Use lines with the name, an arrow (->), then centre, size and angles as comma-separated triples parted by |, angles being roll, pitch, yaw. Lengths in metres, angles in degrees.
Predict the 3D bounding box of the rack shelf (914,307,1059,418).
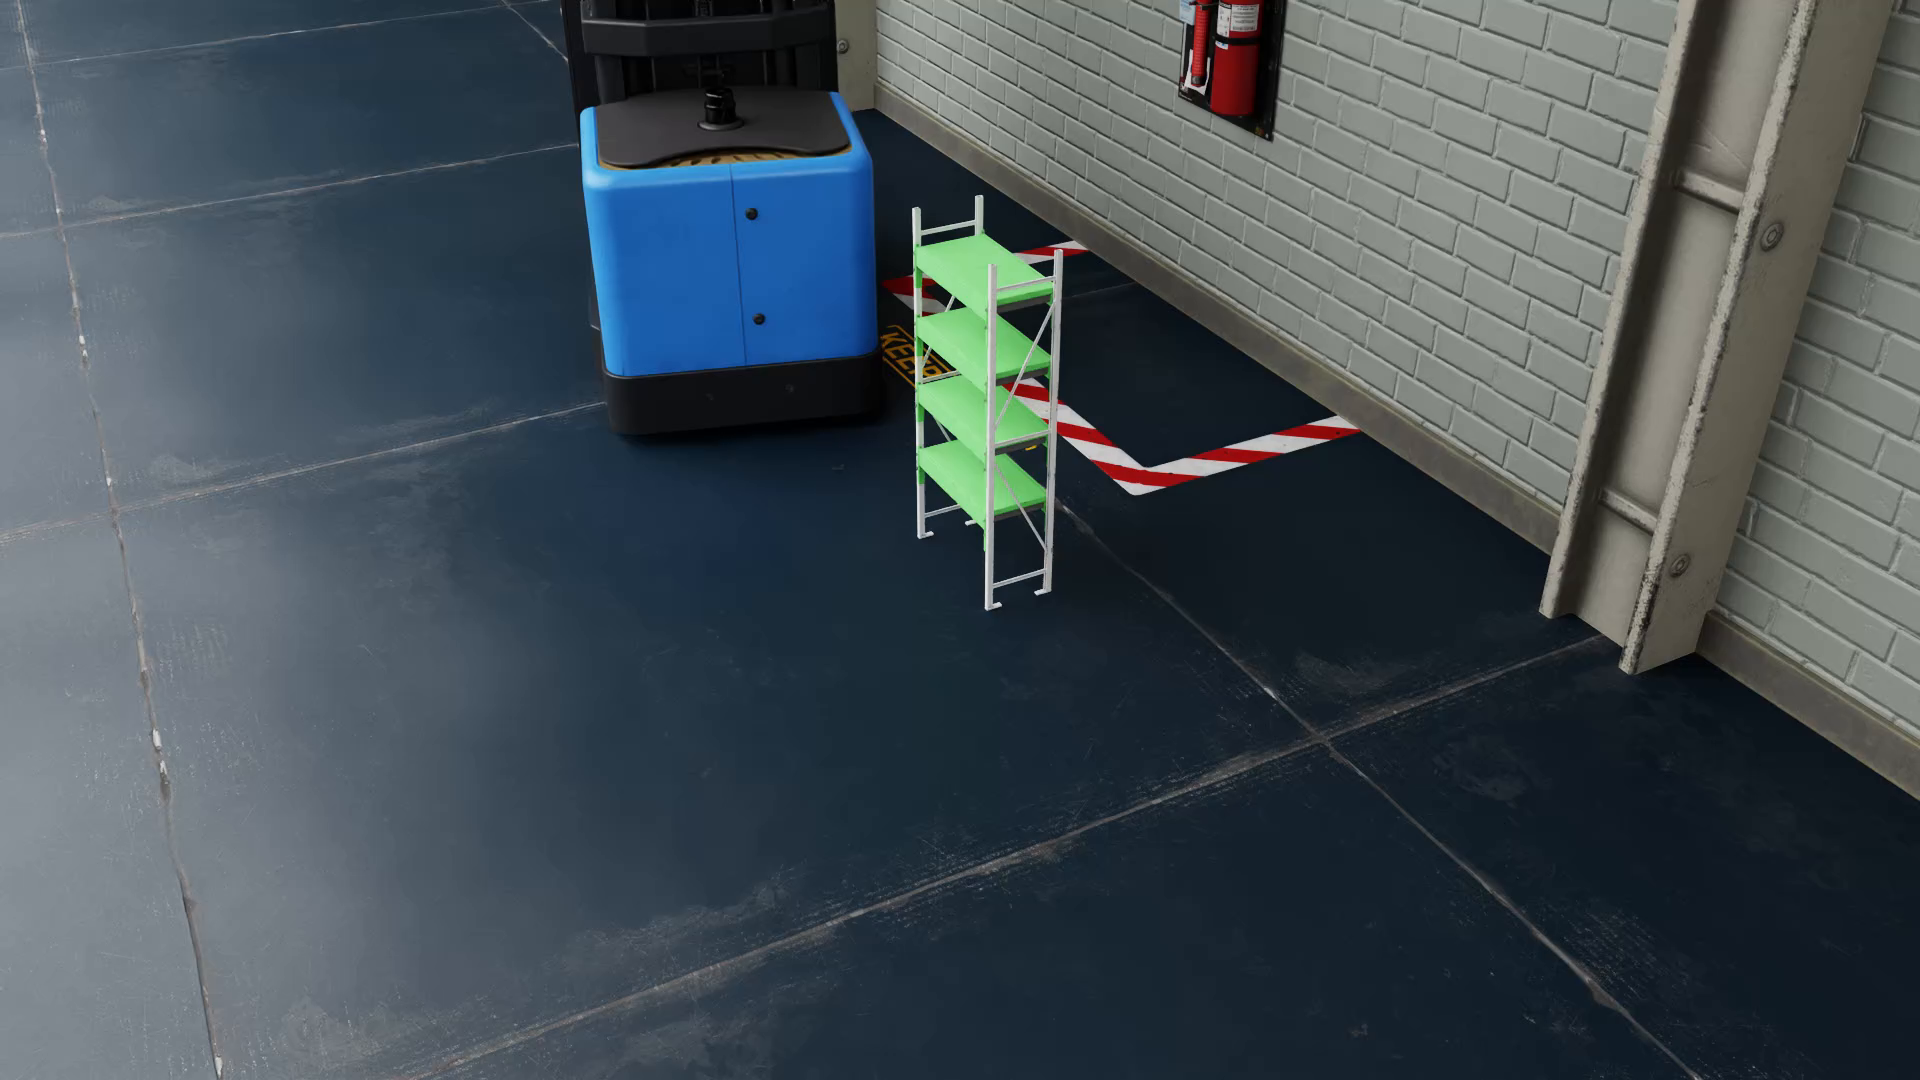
rack shelf -> 0.077, -0.574, 5.208 | 0.258, 0.148, 0.480 | -16, 36, -23

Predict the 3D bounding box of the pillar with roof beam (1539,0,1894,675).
pillar with roof beam -> -1.706, -2.423, 1.190 | 9.100, 9.000, 0.400 | -16, 36, -23

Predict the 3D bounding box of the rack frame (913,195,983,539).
rack frame -> -0.037, -0.543, 5.485 | 0.240, 1.200, 0.015 | -16, 36, -23

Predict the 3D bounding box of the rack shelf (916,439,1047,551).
rack shelf -> 0.077, -0.170, 5.467 | 0.258, 0.148, 0.480 | -16, 36, -23

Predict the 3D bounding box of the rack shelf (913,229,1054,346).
rack shelf -> 0.077, -0.777, 5.079 | 0.258, 0.148, 0.480 | -16, 36, -23

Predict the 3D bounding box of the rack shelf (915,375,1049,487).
rack shelf -> 0.077, -0.372, 5.337 | 0.258, 0.148, 0.480 | -16, 36, -23

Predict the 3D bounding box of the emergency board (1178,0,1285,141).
emergency board -> 0.984, -2.169, 6.354 | 0.194, 1.169, 0.643 | -16, 36, -23

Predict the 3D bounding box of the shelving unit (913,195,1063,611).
shelving unit -> 0.077, -0.426, 5.303 | 0.258, 1.200, 0.503 | -16, 36, -23

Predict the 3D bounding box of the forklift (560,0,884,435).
forklift -> -1.097, -2.412, 6.798 | 1.130, 2.935, 3.031 | -6, 33, -10

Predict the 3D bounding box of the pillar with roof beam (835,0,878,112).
pillar with roof beam -> -4.503, -5.286, 5.659 | 9.100, 9.000, 0.400 | -16, 36, -23

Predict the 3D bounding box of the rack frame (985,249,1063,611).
rack frame -> 0.191, -0.310, 5.121 | 0.240, 1.200, 0.015 | -16, 36, -23

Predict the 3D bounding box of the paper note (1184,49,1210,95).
paper note -> 0.963, -1.899, 6.751 | 0.016, 0.148, 0.142 | -16, 36, -23
